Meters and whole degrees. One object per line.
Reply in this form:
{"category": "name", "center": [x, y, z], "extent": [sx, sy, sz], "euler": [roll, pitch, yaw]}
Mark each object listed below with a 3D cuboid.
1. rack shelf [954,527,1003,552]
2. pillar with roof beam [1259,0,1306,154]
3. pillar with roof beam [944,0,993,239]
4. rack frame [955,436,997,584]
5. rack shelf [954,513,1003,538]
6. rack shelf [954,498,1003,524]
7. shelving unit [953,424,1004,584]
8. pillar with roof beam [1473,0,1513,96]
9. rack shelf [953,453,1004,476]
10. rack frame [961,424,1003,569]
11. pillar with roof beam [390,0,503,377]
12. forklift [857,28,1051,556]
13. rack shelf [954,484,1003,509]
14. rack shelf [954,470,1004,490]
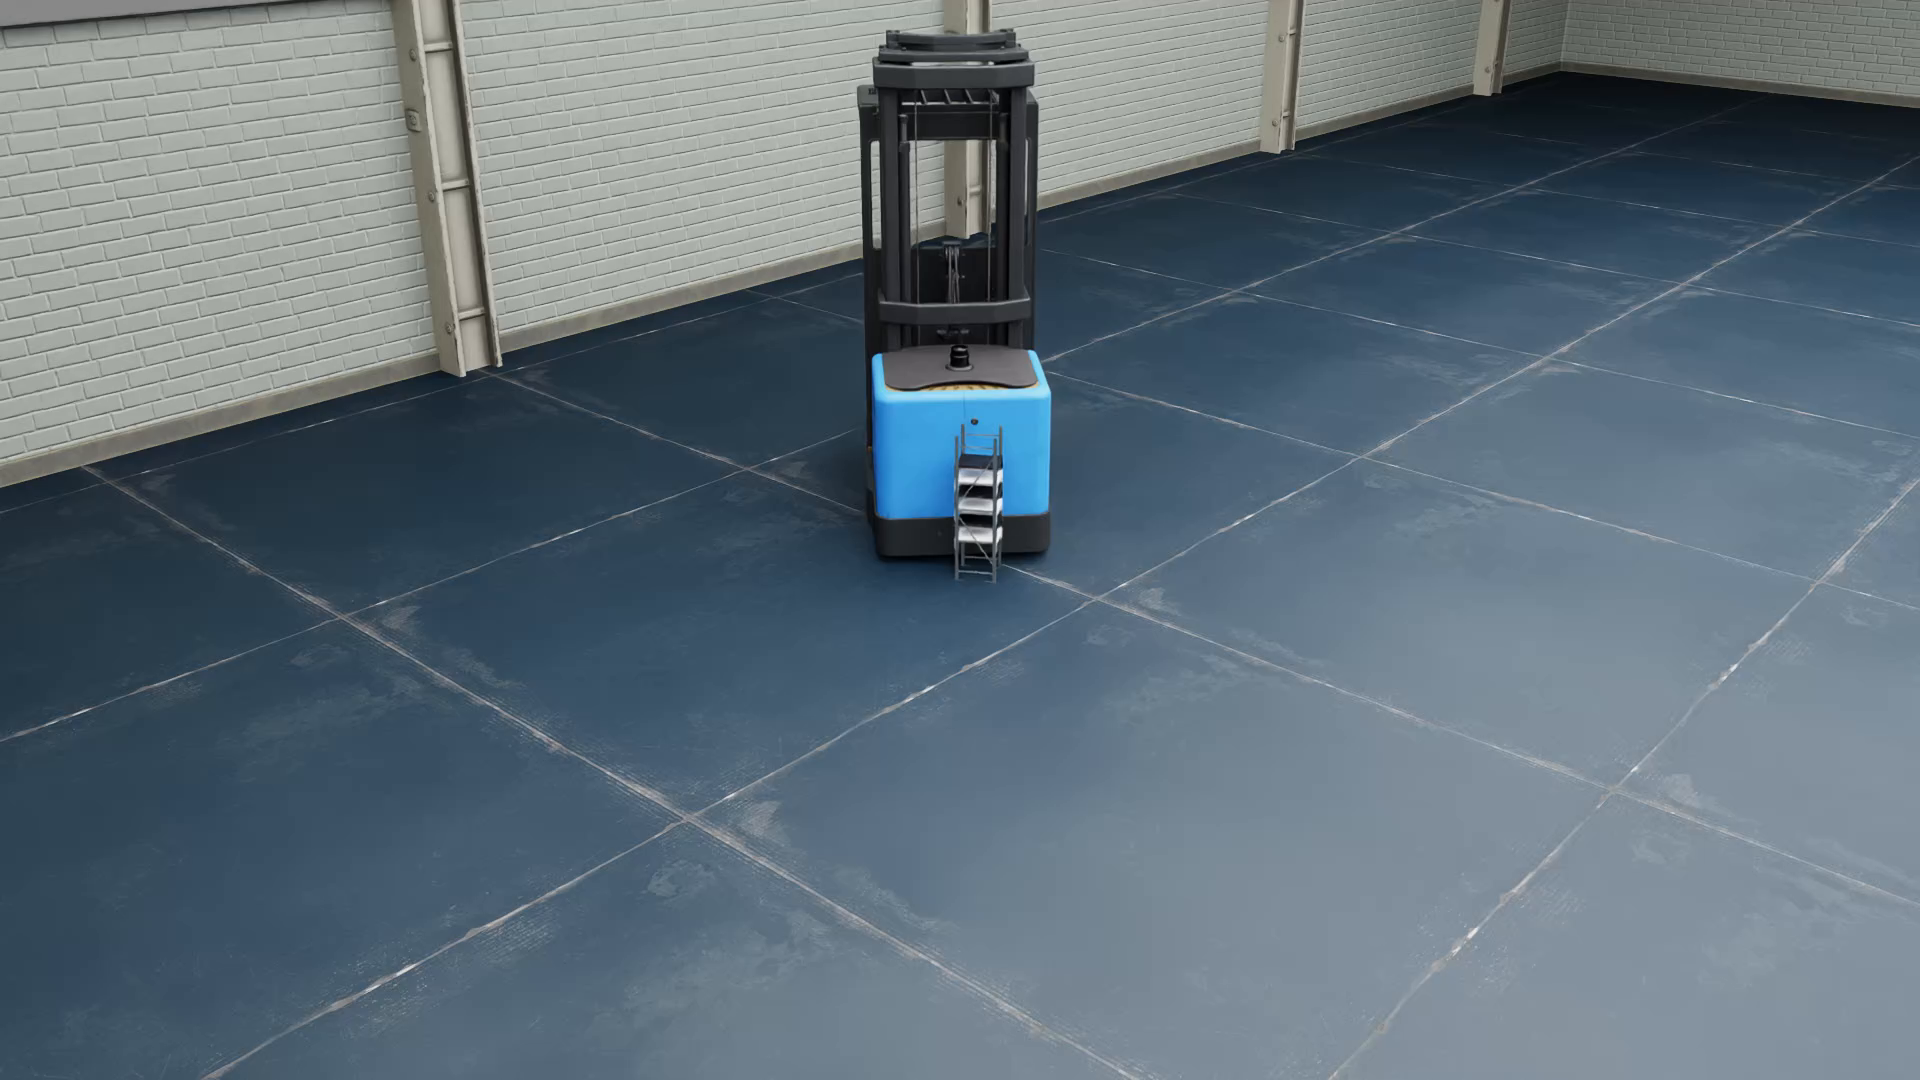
{"category": "rack shelf", "center": [0.108, -0.012, 9.698], "extent": [0.258, 0.077, 0.200], "euler": [4, 24, 9]}
{"category": "pillar with roof beam", "center": [7.291, -7.973, 17.033], "extent": [9.100, 9.000, 0.400], "euler": [20, 31, 38]}
{"category": "pillar with roof beam", "center": [3.287, -6.145, 12.956], "extent": [9.100, 9.000, 0.400], "euler": [20, 31, 38]}
{"category": "rack frame", "center": [0.090, -0.166, 9.520], "extent": [0.240, 0.900, 0.006], "euler": [4, 24, 9]}
{"category": "rack shelf", "center": [0.108, -0.094, 9.661], "extent": [0.258, 0.077, 0.200], "euler": [4, 24, 9]}
{"category": "rack shelf", "center": [0.108, -0.176, 9.625], "extent": [0.258, 0.077, 0.200], "euler": [4, 24, 9]}
{"category": "shelving unit", "center": [0.108, -0.207, 9.611], "extent": [0.258, 0.900, 0.210], "euler": [4, 24, 9]}
{"category": "pillar with roof beam", "center": [11.296, -9.801, 21.111], "extent": [9.100, 9.000, 0.400], "euler": [20, 31, 38]}
{"category": "rack shelf", "center": [0.108, -0.423, 9.514], "extent": [0.258, 0.077, 0.200], "euler": [4, 24, 9]}
{"category": "rack frame", "center": [0.125, -0.248, 9.702], "extent": [0.240, 0.900, 0.006], "euler": [4, 24, 9]}
{"category": "pillar with roof beam", "center": [-0.718, -4.317, 8.879], "extent": [9.100, 9.000, 0.400], "euler": [20, 31, 38]}
{"category": "forklift", "center": [-0.085, -1.805, 10.694], "extent": [1.130, 2.935, 3.031], "euler": [-2, 24, -4]}
{"category": "rack shelf", "center": [0.108, -0.258, 9.588], "extent": [0.258, 0.077, 0.200], "euler": [4, 24, 9]}
{"category": "rack shelf", "center": [0.108, -0.340, 9.551], "extent": [0.258, 0.077, 0.200], "euler": [4, 24, 9]}
